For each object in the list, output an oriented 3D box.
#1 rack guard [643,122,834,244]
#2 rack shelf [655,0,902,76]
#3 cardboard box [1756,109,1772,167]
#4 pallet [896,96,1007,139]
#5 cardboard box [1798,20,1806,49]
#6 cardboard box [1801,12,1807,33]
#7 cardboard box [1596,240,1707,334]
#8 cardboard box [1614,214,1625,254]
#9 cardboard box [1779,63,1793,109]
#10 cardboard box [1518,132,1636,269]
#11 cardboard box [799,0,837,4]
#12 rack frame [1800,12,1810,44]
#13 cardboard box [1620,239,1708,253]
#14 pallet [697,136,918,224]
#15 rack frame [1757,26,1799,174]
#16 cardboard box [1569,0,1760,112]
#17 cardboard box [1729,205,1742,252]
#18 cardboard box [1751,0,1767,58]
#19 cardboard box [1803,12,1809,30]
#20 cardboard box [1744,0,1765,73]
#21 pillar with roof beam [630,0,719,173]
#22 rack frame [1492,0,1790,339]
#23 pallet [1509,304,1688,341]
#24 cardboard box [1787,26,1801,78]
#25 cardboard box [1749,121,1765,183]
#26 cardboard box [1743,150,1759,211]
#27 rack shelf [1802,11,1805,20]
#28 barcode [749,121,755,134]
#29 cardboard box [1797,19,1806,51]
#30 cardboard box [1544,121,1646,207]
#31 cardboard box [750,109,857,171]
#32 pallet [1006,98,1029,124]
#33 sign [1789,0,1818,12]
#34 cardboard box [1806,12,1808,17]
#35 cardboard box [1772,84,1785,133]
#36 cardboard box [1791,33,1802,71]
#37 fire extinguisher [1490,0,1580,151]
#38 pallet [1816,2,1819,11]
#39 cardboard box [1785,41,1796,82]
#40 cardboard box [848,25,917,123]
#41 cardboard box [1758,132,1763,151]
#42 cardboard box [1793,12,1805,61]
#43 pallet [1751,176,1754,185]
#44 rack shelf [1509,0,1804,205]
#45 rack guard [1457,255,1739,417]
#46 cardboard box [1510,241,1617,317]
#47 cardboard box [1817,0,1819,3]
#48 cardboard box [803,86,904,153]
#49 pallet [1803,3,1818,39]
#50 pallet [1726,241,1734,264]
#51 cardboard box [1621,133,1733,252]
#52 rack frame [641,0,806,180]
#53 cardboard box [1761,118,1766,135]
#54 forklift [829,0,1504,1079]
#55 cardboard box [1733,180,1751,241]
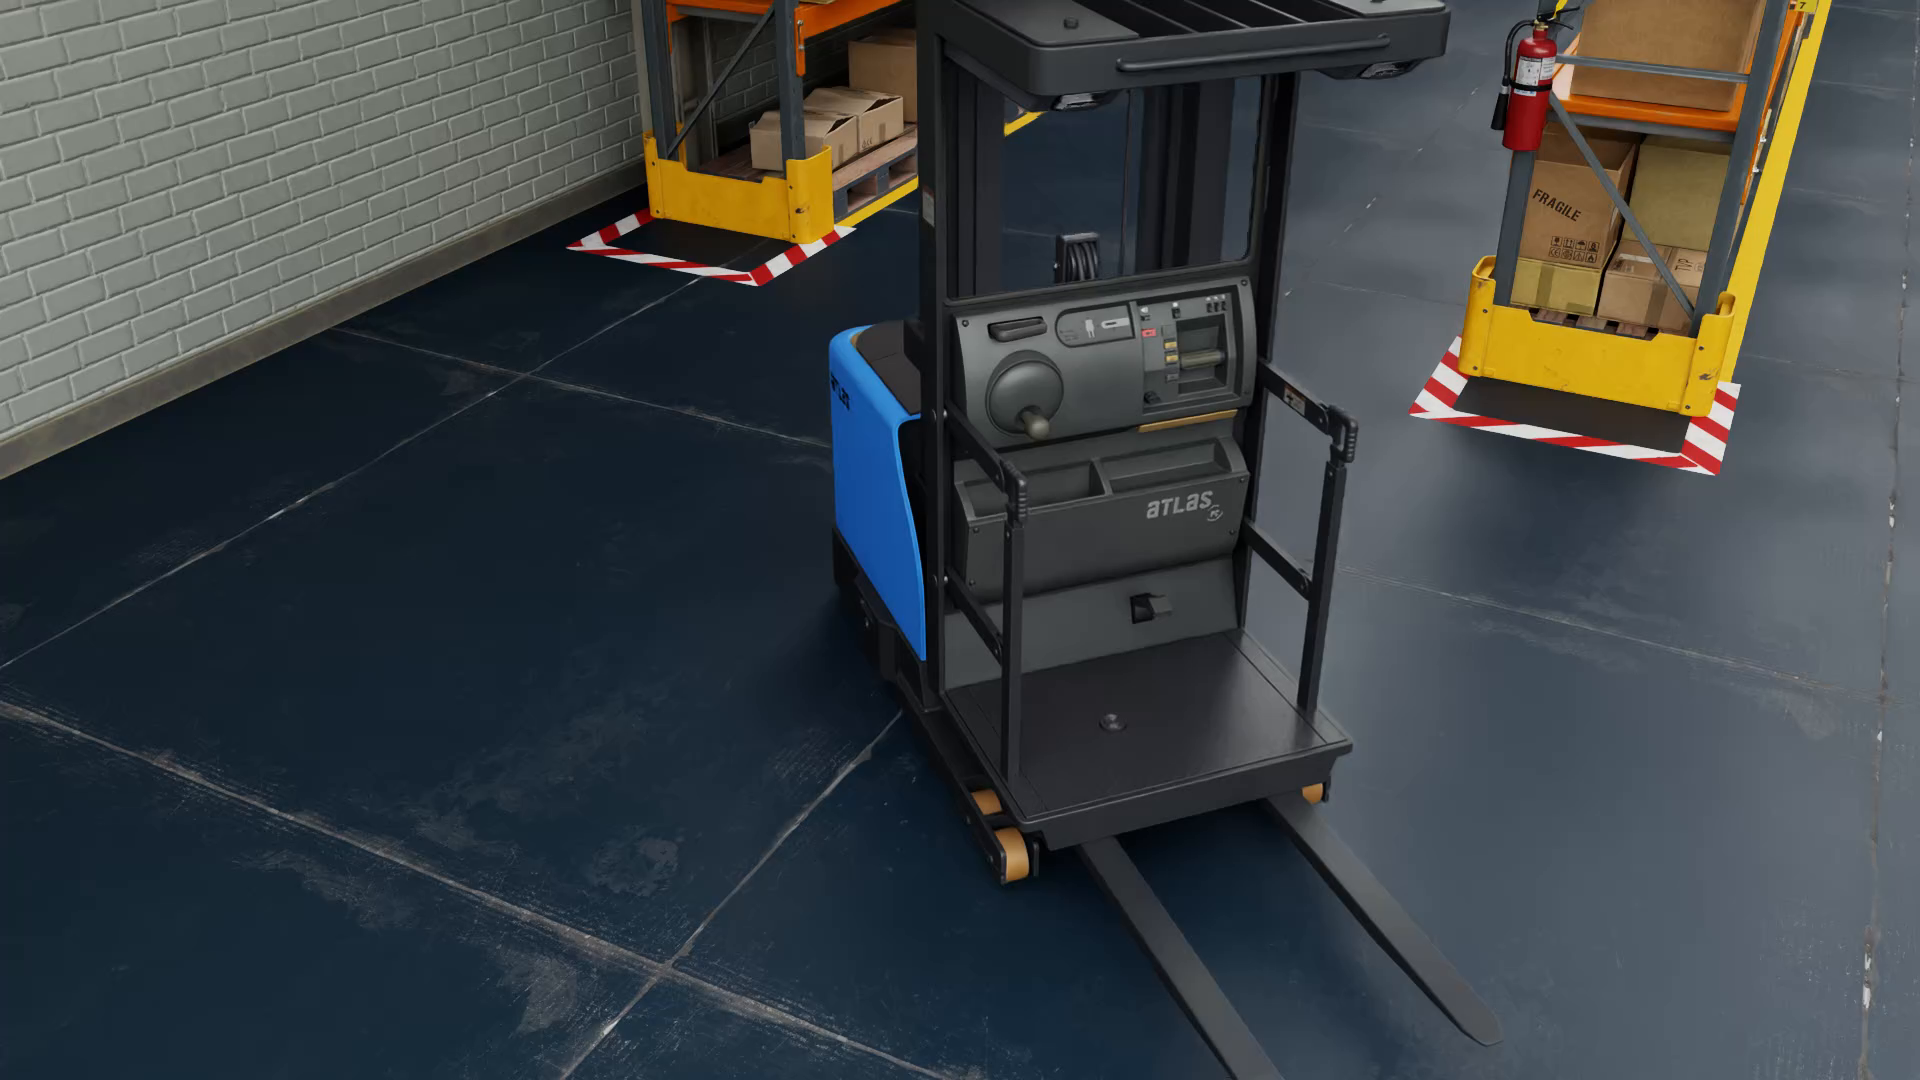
[{"bbox_3d":[-1.333,-2.154,9.999,1.175,0.500,0.348,14,33,23],"label":"rack guard"},{"bbox_3d":[-0.456,-3.779,11.041,1.077,0.370,4.000,14,33,23],"label":"rack shelf"},{"bbox_3d":[4.850,-2.590,10.587,0.500,0.250,0.500,14,33,23],"label":"cardboard box"},{"bbox_3d":[-0.374,-2.920,11.622,1.003,0.211,1.213,14,33,23],"label":"pallet"},{"bbox_3d":[6.435,-4.100,13.218,0.500,0.250,0.500,14,33,23],"label":"cardboard box"},{"bbox_3d":[5.976,-3.897,12.300,0.500,0.311,0.500,15,33,25],"label":"cardboard box"},{"bbox_3d":[3.487,-1.259,8.270,0.500,0.250,0.500,14,33,23],"label":"cardboard box"},{"bbox_3d":[3.243,-1.601,8.865,0.500,0.250,0.500,14,33,23],"label":"cardboard box"},{"bbox_3d":[5.505,-3.194,11.639,0.500,0.250,0.500,15,33,24],"label":"cardboard box"},{"bbox_3d":[3.024,-1.702,8.288,0.500,0.500,0.500,14,33,23],"label":"cardboard box"},{"bbox_3d":[-0.862,-3.292,9.601,0.500,0.250,0.500,13,32,22],"label":"cardboard box"},{"bbox_3d":[6.689,-5.629,13.539,1.000,3.000,0.127,14,33,23],"label":"rack frame"},{"bbox_3d":[3.711,-1.482,8.657,0.500,0.250,0.500,14,33,23],"label":"cardboard box"},{"bbox_3d":[-0.931,-2.381,10.684,1.003,0.211,1.213,14,33,23],"label":"pallet"},{"bbox_3d":[4.867,-3.855,10.451,1.000,3.000,0.127,14,33,23],"label":"rack frame"},{"bbox_3d":[3.268,-2.329,7.694,0.700,0.500,0.500,14,33,23],"label":"cardboard box"},{"bbox_3d":[3.939,-1.703,9.043,0.500,0.250,0.500,14,33,23],"label":"cardboard box"},{"bbox_3d":[3.735,-2.782,8.482,0.700,0.500,0.500,15,33,24],"label":"cardboard box"},{"bbox_3d":[6.666,-4.330,13.617,0.500,0.250,0.500,15,33,24],"label":"cardboard box"},{"bbox_3d":[3.503,-2.563,8.101,0.700,0.500,0.500,15,33,25],"label":"cardboard box"},{"bbox_3d":[2.014,-5.336,7.005,9.100,9.000,0.400,14,33,23],"label":"pillar with roof beam"},{"bbox_3d":[3.044,-2.082,7.363,1.000,3.000,0.127,14,33,23],"label":"rack frame"},{"bbox_3d":[3.356,-1.221,8.665,1.003,0.211,1.213,14,33,23],"label":"pallet"},{"bbox_3d":[5.509,-3.436,11.497,0.500,0.311,0.500,14,33,23],"label":"cardboard box"},{"bbox_3d":[4.172,-2.249,9.240,0.500,0.500,0.500,14,33,23],"label":"cardboard box"},{"bbox_3d":[4.399,-2.145,9.813,0.500,0.250,0.500,14,33,23],"label":"cardboard box"},{"bbox_3d":[5.778,-4.430,12.175,1.077,0.370,4.000,14,33,23],"label":"rack shelf"},{"bbox_3d":[-1.320,-2.618,10.546,0.001,0.075,0.075,14,33,23],"label":"barcode"},{"bbox_3d":[6.203,-3.878,12.831,0.500,0.250,0.500,15,33,24],"label":"cardboard box"},{"bbox_3d":[3.466,-2.149,9.066,0.500,0.500,0.500,14,33,23],"label":"cardboard box"},{"bbox_3d":[-0.972,-2.515,10.376,0.500,0.311,0.500,11,32,18],"label":"cardboard box"},{"bbox_3d":[0.181,-3.462,12.567,1.003,0.211,1.213,14,33,23],"label":"pallet"},{"bbox_3d":[3.536,-2.363,6.904,0.100,0.325,0.005,14,33,23],"label":"sign"},{"bbox_3d":[6.438,-4.342,13.074,0.500,0.311,0.500,14,33,23],"label":"cardboard box"},{"bbox_3d":[5.271,-2.968,11.245,0.500,0.250,0.500,13,33,22],"label":"cardboard box"},{"bbox_3d":[5.971,-3.649,12.432,0.500,0.250,0.500,15,33,24],"label":"cardboard box"},{"bbox_3d":[2.577,-2.101,7.475,0.296,0.674,0.183,14,33,23],"label":"fire extinguisher"},{"bbox_3d":[7.619,-5.280,15.733,1.003,0.211,1.213,14,33,23],"label":"pallet"},{"bbox_3d":[5.277,-3.215,11.113,0.500,0.311,0.500,14,33,23],"label":"cardboard box"},{"bbox_3d":[-0.333,-3.164,11.316,0.700,0.500,0.500,12,32,20],"label":"cardboard box"},{"bbox_3d":[4.613,-2.370,10.205,0.500,0.250,0.500,14,33,23],"label":"cardboard box"},{"bbox_3d":[5.744,-3.665,11.897,0.500,0.311,0.500,13,32,22],"label":"cardboard box"},{"bbox_3d":[4.467,-2.303,10.548,1.003,0.211,1.213,14,33,23],"label":"pallet"},{"bbox_3d":[3.956,-2.657,9.087,1.077,0.370,4.000,14,33,23],"label":"rack shelf"},{"bbox_3d":[3.033,-0.987,7.967,1.175,0.500,0.348,14,33,23],"label":"rack guard"},{"bbox_3d":[3.026,-1.377,8.474,0.500,0.250,0.500,14,33,23],"label":"cardboard box"},{"bbox_3d":[7.151,-4.872,14.291,0.500,0.500,0.500,16,33,25],"label":"cardboard box"},{"bbox_3d":[-0.712,-2.768,10.816,0.500,0.311,0.500,17,34,27],"label":"cardboard box"},{"bbox_3d":[7.063,-4.742,14.795,1.003,0.211,1.213,14,33,23],"label":"pallet"},{"bbox_3d":[3.912,-1.760,9.603,1.003,0.211,1.213,14,33,23],"label":"pallet"},{"bbox_3d":[3.713,-1.806,8.470,0.500,0.500,0.500,14,33,23],"label":"cardboard box"},{"bbox_3d":[-1.367,-3.204,9.318,1.000,3.000,0.127,14,33,23],"label":"rack frame"},{"bbox_3d":[4.612,-2.696,10.019,0.500,0.500,0.500,14,33,23],"label":"cardboard box"},{"bbox_3d":[0.512,-0.482,4.647,1.130,2.935,3.031,-11,32,-18],"label":"forklift"},{"bbox_3d":[4.172,-1.924,9.427,0.500,0.250,0.500,14,33,23],"label":"cardboard box"}]
